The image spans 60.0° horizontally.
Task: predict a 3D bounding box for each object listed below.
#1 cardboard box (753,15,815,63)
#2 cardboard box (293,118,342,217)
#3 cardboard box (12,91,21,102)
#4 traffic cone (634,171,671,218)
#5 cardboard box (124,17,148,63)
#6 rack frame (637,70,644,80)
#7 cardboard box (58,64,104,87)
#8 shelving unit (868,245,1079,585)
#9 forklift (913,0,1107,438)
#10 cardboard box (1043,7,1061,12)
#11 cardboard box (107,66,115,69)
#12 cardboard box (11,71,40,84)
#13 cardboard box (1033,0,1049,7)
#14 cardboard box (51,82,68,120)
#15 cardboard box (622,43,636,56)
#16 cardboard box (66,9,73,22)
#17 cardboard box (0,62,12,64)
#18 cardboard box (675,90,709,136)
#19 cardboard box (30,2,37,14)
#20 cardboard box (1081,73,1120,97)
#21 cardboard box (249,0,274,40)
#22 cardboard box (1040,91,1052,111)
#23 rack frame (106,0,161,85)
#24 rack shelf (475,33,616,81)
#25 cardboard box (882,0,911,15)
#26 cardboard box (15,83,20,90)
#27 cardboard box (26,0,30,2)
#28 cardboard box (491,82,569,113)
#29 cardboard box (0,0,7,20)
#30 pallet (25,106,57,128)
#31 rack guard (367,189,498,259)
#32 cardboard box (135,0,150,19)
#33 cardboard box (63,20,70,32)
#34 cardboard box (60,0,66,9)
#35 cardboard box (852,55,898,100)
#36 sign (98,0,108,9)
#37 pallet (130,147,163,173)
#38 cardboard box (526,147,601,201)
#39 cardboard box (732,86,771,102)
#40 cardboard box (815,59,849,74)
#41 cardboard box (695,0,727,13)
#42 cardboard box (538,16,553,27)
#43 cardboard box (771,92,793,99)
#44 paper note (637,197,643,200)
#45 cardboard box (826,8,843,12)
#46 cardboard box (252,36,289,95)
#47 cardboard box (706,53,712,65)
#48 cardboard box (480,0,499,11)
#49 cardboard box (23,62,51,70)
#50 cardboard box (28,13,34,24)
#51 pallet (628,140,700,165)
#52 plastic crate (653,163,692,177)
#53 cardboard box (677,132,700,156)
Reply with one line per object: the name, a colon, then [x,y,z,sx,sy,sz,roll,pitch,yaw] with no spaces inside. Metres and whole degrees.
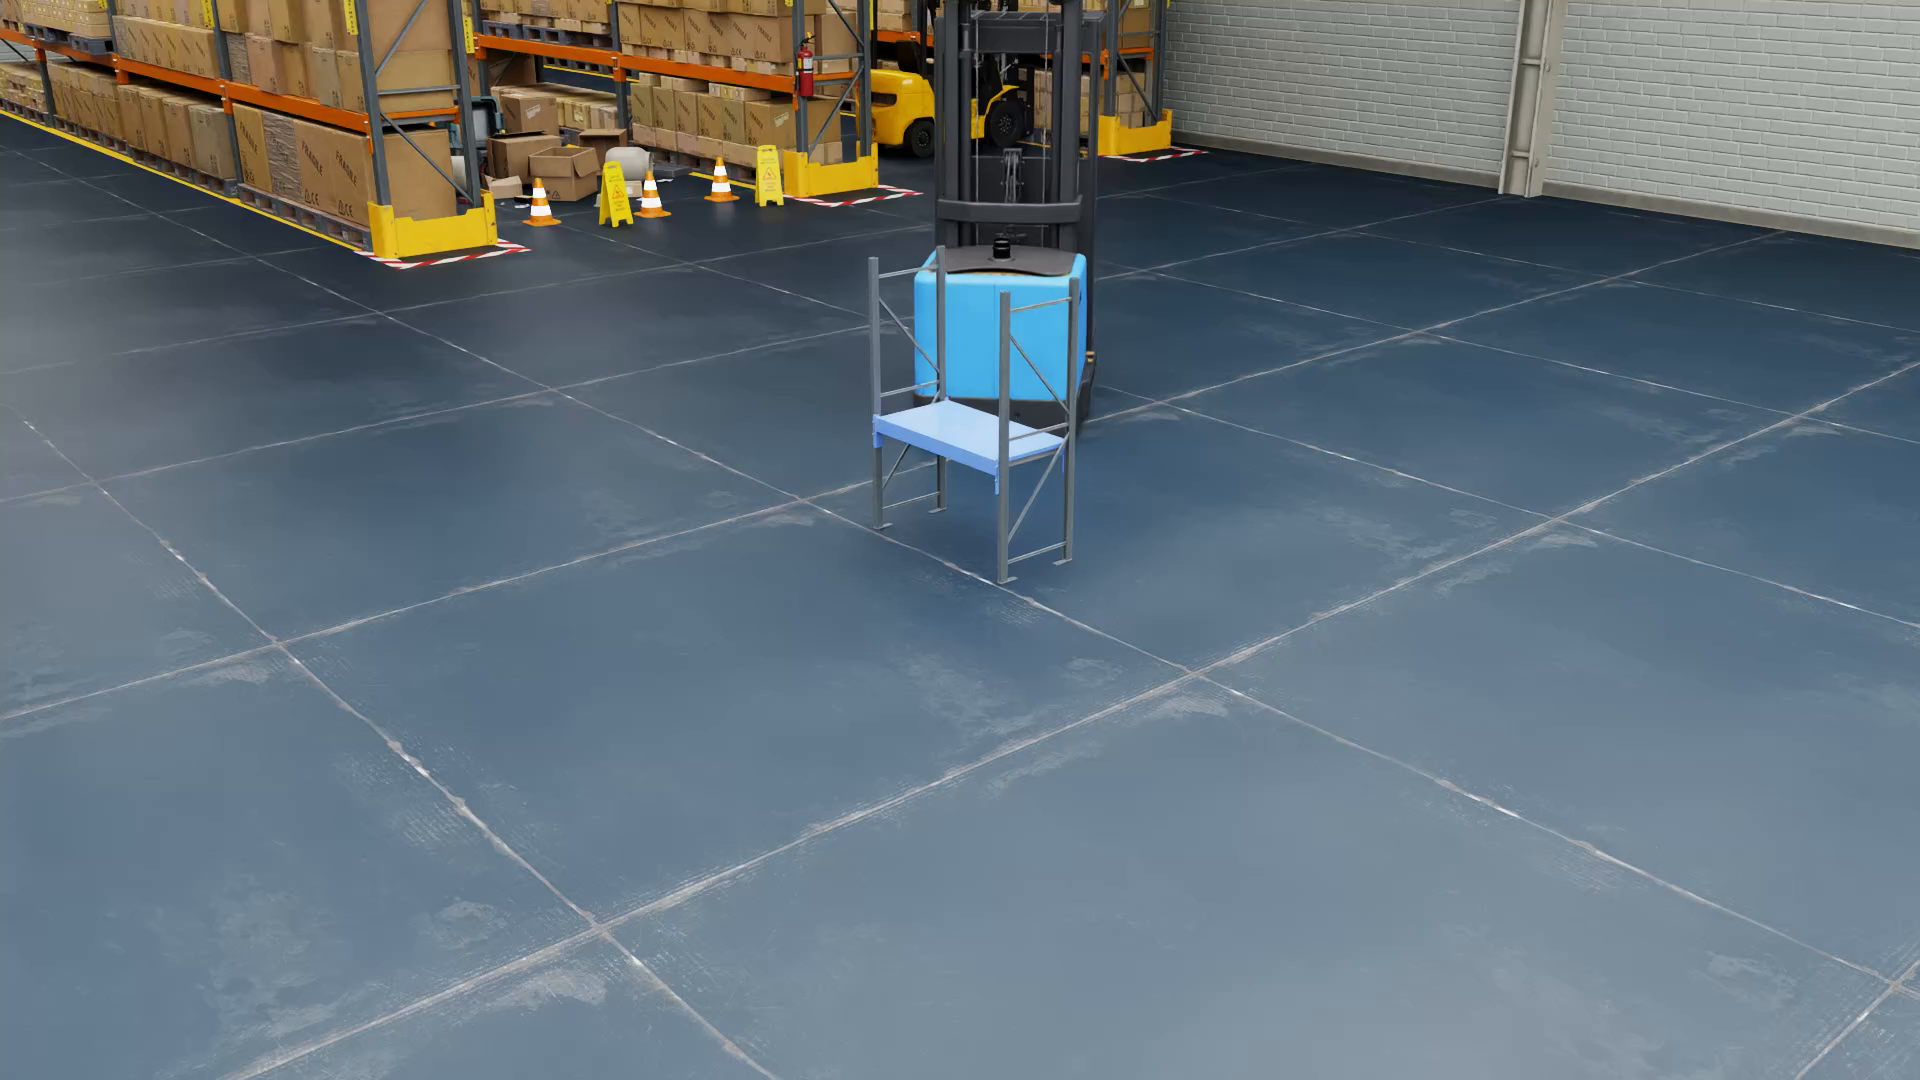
cardboard box: [-2.006,-5.725,18.944,0.500,0.500,0.500,-18,28,-38]
cardboard box: [-6.196,-3.870,17.090,0.875,0.875,0.875,-18,28,-38]
cardboard box: [-14.452,-6.893,25.804,0.380,0.149,0.250,-17,27,-37]
traffic cone: [-3.320,-3.728,17.868,0.336,0.463,0.334,-17,27,-37]
cardboard box: [-9.927,-6.178,20.508,0.500,0.500,0.500,-18,28,-38]
rack frame: [-5.518,-9.954,30.285,1.000,3.000,0.127,-17,27,-37]
cardboard box: [-12.329,-6.532,23.372,0.500,0.250,0.500,-17,27,-36]
shelving unit: [0.056,-0.675,8.650,0.538,1.500,1.048,-17,27,-37]
forklift: [0.404,-2.503,11.356,1.130,2.935,3.031,3,22,7]
cardboard box: [1.463,-6.904,22.361,0.500,0.500,0.500,-16,27,-36]
cardboard box: [-11.601,-6.512,23.322,0.500,0.250,0.500,-19,28,-40]
cardboard box: [-14.297,-7.089,25.489,0.380,0.149,0.250,-19,28,-39]
cardboard box: [1.201,-7.300,22.482,0.380,0.149,0.250,-19,28,-39]
cardboard box: [-12.679,-6.329,23.883,0.500,0.500,0.500,-16,27,-35]
cardboard box: [-4.092,-6.281,21.251,0.380,0.149,0.250,-18,27,-38]
cardboard box: [-11.529,-6.920,21.899,0.380,0.149,0.250,-17,27,-37]
cardboard box: [-15.487,-7.590,26.766,0.380,0.149,0.250,-19,28,-40]
cardboard box: [-3.178,-5.309,20.593,0.500,0.500,0.500,-16,26,-35]
cardboard box: [-12.712,-7.421,23.180,0.380,0.149,0.250,-17,27,-36]
cardboard box: [1.778,-6.072,22.198,0.500,0.250,0.500,-16,27,-36]
cardboard box: [-6.828,-5.511,17.255,0.875,0.550,0.550,-17,27,-37]
cardboard box: [1.441,-5.988,22.668,0.500,0.250,0.500,-18,28,-38]
rack frame: [-10.349,-6.460,21.364,1.000,3.000,0.127,-17,27,-37]
rack shelf: [-5.360,-6.779,23.164,1.077,0.370,4.000,-17,27,-37]
cardboard box: [-0.810,-7.981,24.769,0.500,0.250,0.500,-18,28,-39]
cardboard box: [-14.522,-7.123,25.982,0.380,0.149,0.250,-16,26,-35]
cardboard box: [-12.865,-7.627,23.296,0.380,0.149,0.250,-17,27,-36]
cardboard box: [-6.304,-6.480,24.442,0.950,0.372,0.625,-20,29,-41]
cardboard box: [-14.152,-8.098,25.001,0.500,0.500,0.500,-18,27,-38]
pallet: [-13.425,-6.444,25.147,1.003,0.211,1.213,-17,27,-37]
rack guard: [-5.111,-3.079,16.160,1.175,0.500,0.348,-17,27,-37]
cardboard box: [-9.733,-6.706,20.485,0.700,0.500,0.500,-18,28,-38]
cardboard box: [-11.685,-6.849,22.126,0.380,0.149,0.250,-19,28,-40]
cardboard box: [-11.680,-7.125,22.015,0.380,0.149,0.250,-17,27,-37]
cardboard box: [-1.146,-7.191,25.912,0.875,0.625,0.625,-18,28,-38]
sign: [-10.754,-6.830,20.831,0.100,0.325,0.005,-17,27,-37]
pallet: [-9.892,-4.926,21.271,1.003,0.211,1.213,-17,27,-37]
cardboard box: [-4.508,-4.176,18.956,0.637,0.503,0.797,3,22,9]
cardboard box: [-2.454,-5.267,19.595,0.380,0.149,0.250,-16,27,-36]
cardboard box: [-1.508,-5.482,19.212,0.380,0.149,0.250,-17,27,-37]
cardboard box: [-2.678,-6.454,19.432,0.700,0.500,0.500,-18,28,-38]
cardboard box: [-5.576,-7.153,22.902,0.380,0.149,0.250,-16,27,-36]
cardboard box: [-2.121,-5.159,20.209,0.500,0.500,0.500,-19,28,-39]
paper note: [-3.568,-3.861,18.799,0.142,0.019,0.148,12,24,27]
cardboard box: [-1.799,-8.174,25.946,0.500,0.250,0.500,-16,27,-36]
cardboard box: [-6.849,-5.002,17.436,0.875,0.550,0.550,-17,27,-37]
cardboard box: [-2.832,-5.818,20.071,0.380,0.149,0.250,-17,27,-37]
cardboard box: [-6.547,-7.867,23.837,0.500,0.500,0.500,-18,28,-39]
cardboard box: [-14.913,-7.646,26.911,0.380,0.149,0.250,-17,27,-36]
cardboard box: [-12.866,-7.350,23.406,0.380,0.149,0.250,-17,27,-37]
pallet: [-3.589,-5.086,21.679,1.003,0.211,1.213,-17,27,-37]
plastic crate: [-3.651,-4.573,20.549,0.583,0.080,0.402,12,24,27]
cardboard box: [-3.168,-4.958,20.725,0.500,0.250,0.500,-18,28,-38]
